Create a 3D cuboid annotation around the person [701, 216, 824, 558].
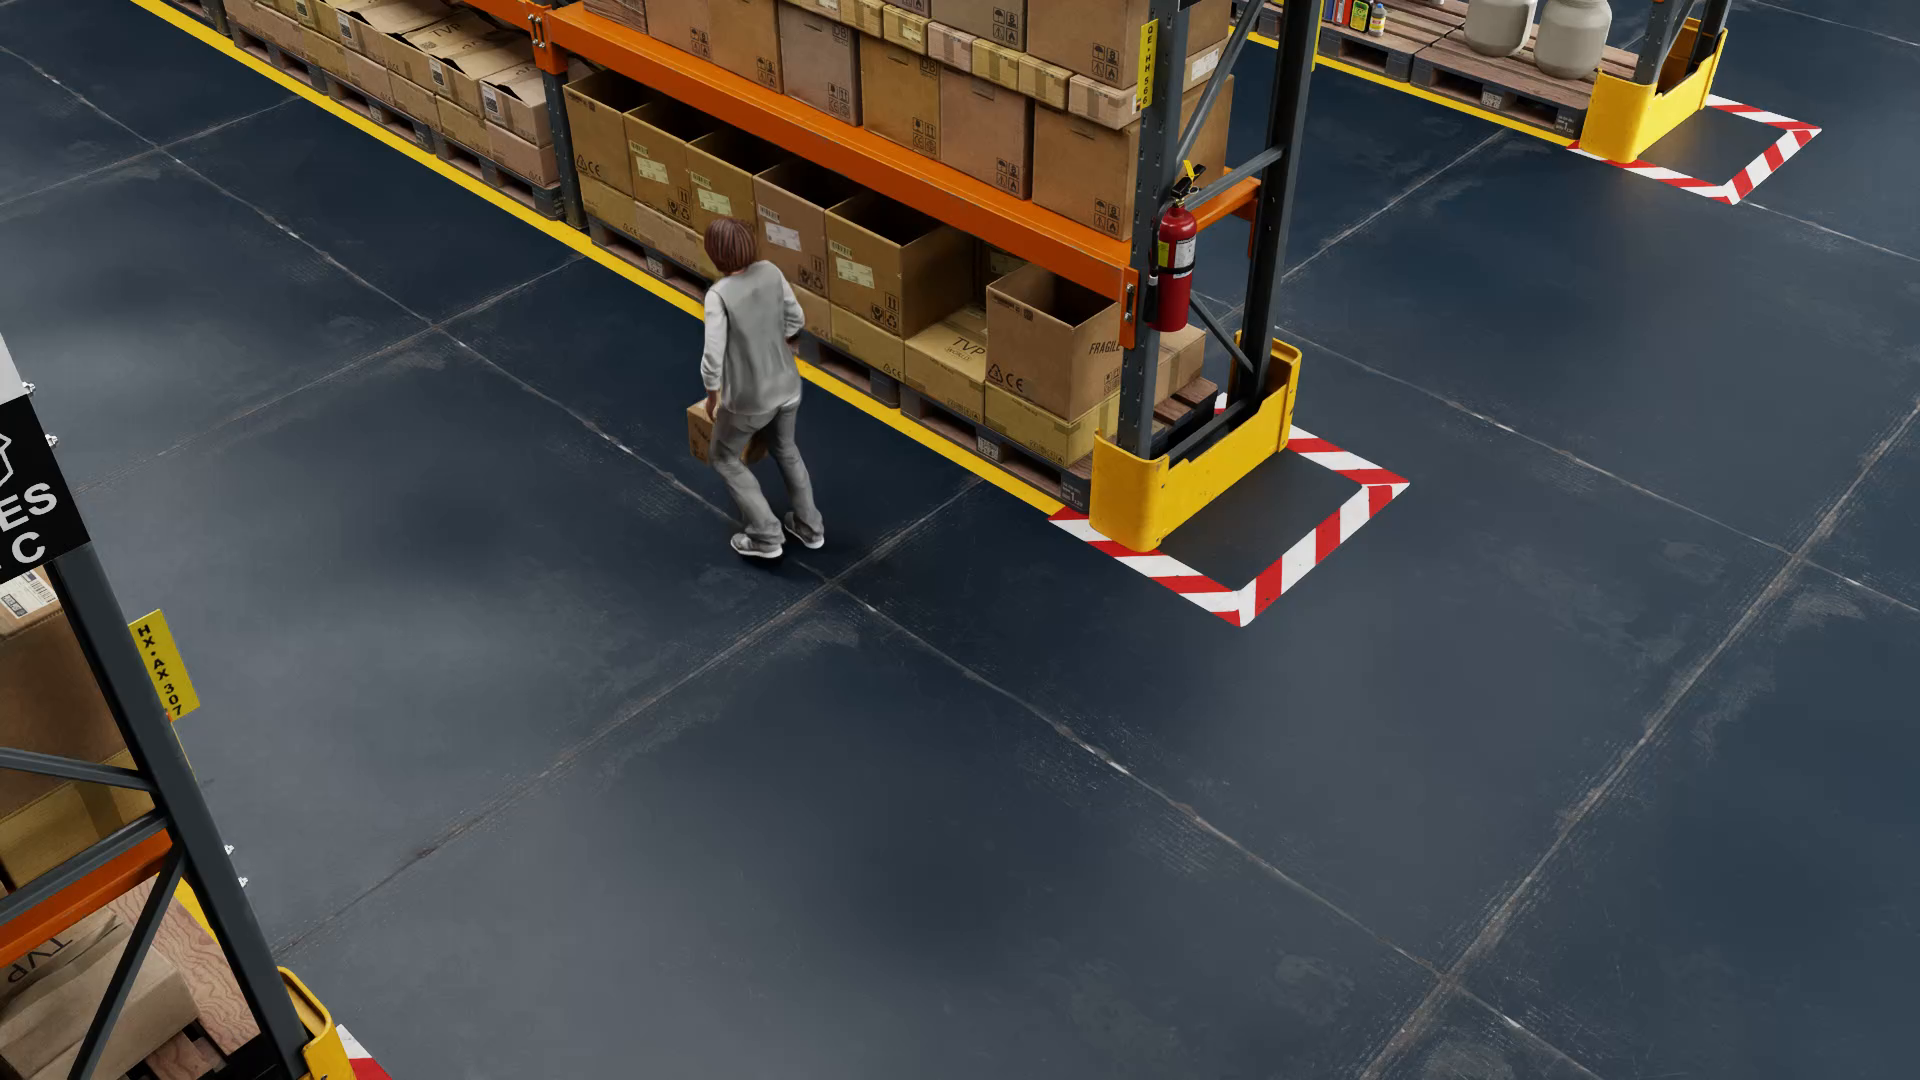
[{"bbox_3d":[-0.845,-0.611,6.930,0.550,1.551,0.461,-32,50,-33],"label":"person"}]
